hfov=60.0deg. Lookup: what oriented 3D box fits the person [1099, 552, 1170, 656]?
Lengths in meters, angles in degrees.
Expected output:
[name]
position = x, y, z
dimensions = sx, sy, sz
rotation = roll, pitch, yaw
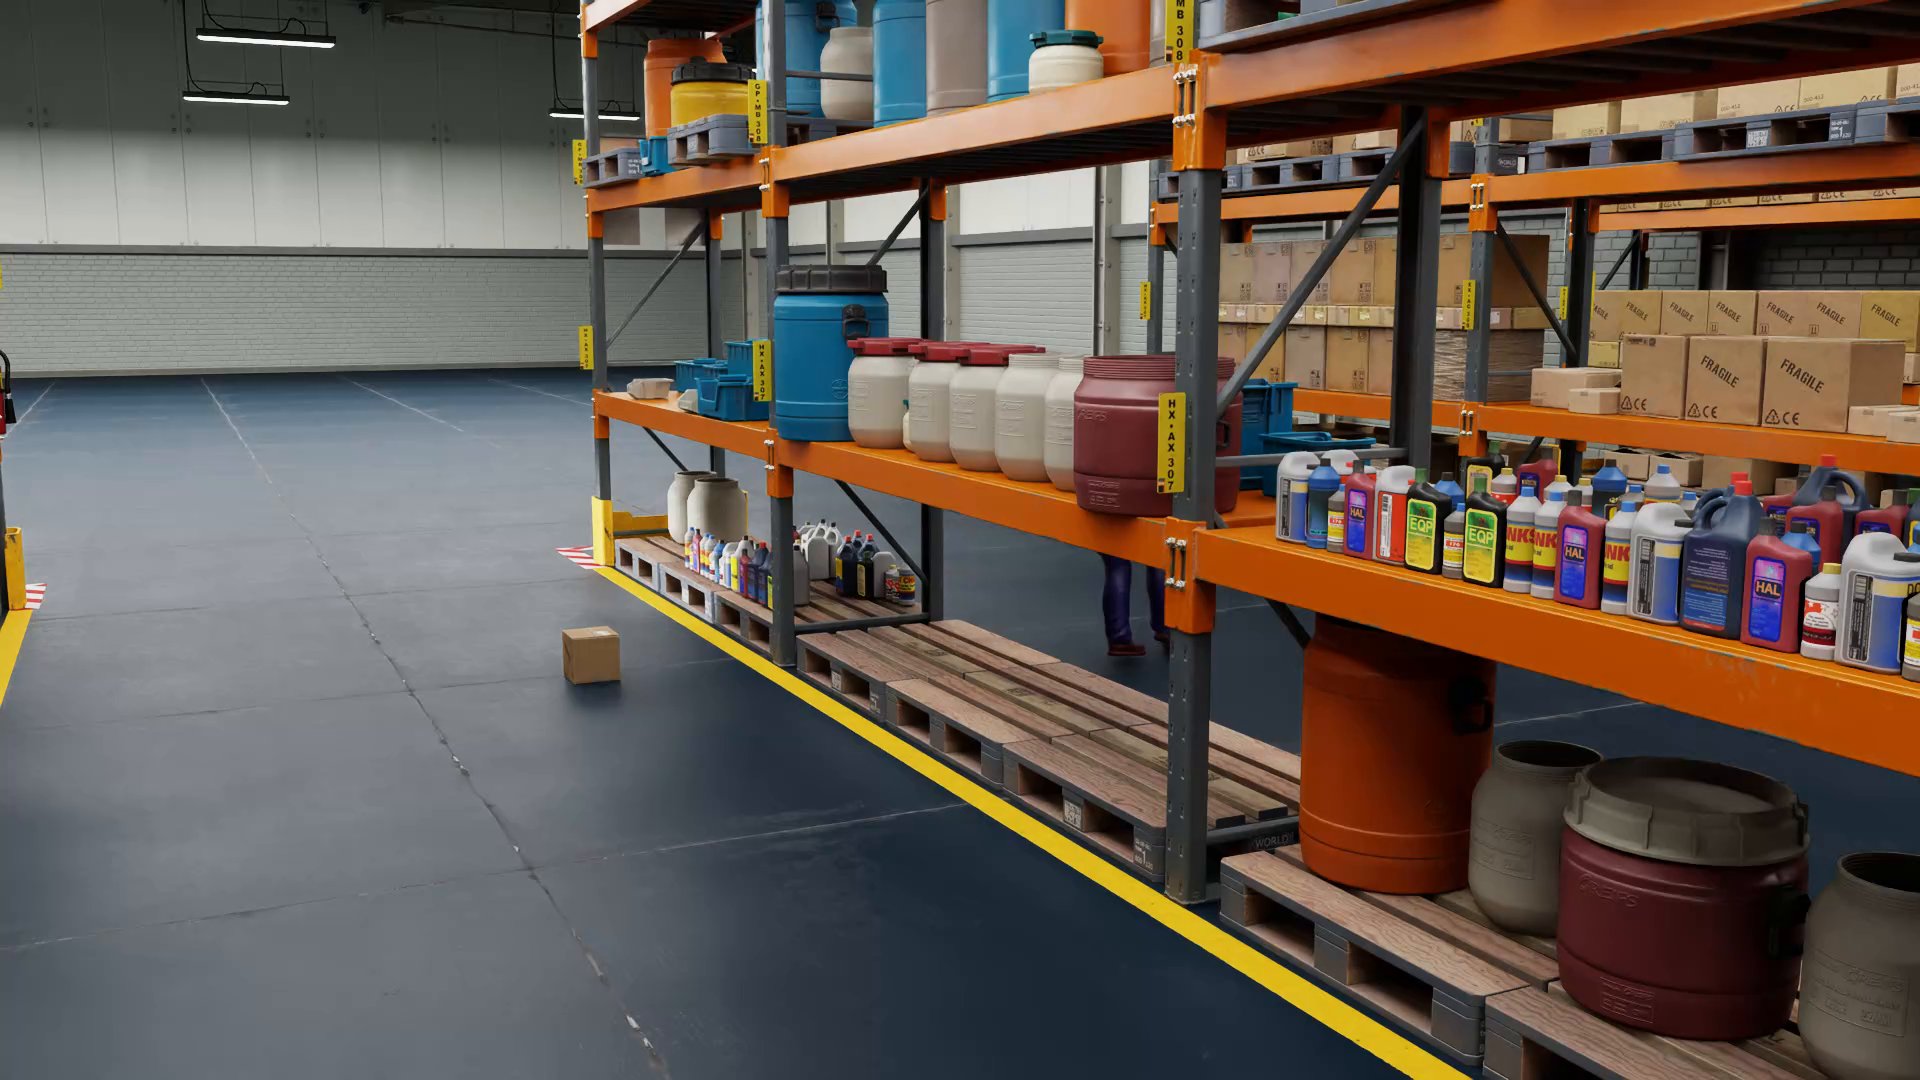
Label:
[person]
position = 1.000, -0.159, 9.484
dimensions = 0.557, 1.651, 0.736
rotation = 3, 9, 21
